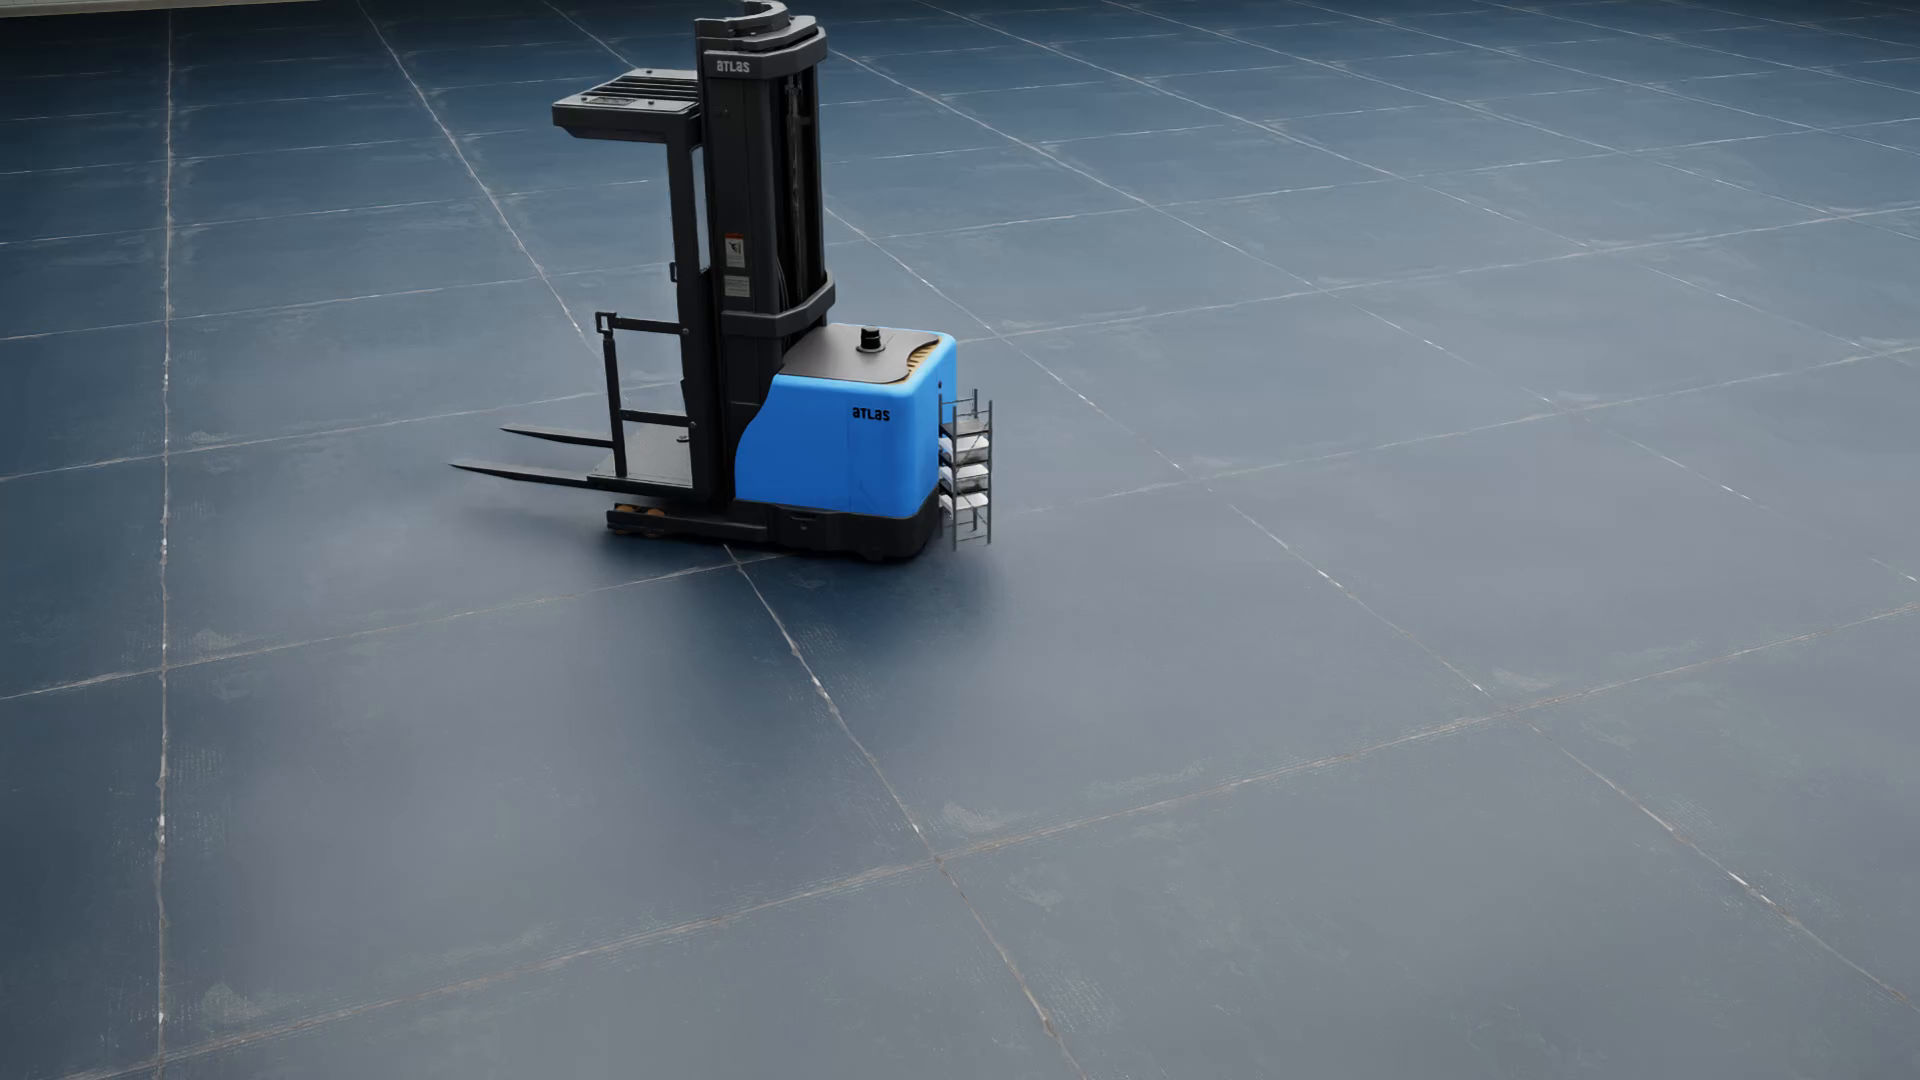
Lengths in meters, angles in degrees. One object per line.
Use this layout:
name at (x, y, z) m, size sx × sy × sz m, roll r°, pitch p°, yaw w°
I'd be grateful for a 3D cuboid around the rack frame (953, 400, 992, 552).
rack frame at (0.070, -0.357, 9.456) m, size 0.240 × 0.900 × 0.006 m, roll -11°, pitch 28°, yaw -21°

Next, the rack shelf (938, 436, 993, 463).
rack shelf at (0.029, -0.530, 9.475) m, size 0.258 × 0.077 × 0.200 m, roll -11°, pitch 28°, yaw -21°

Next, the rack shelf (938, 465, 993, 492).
rack shelf at (0.029, -0.368, 9.554) m, size 0.258 × 0.077 × 0.200 m, roll -11°, pitch 28°, yaw -21°

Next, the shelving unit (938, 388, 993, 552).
shelving unit at (0.029, -0.398, 9.540) m, size 0.258 × 0.900 × 0.210 m, roll -11°, pitch 28°, yaw -21°

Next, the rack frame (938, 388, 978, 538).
rack frame at (-0.011, -0.439, 9.624) m, size 0.240 × 0.900 × 0.006 m, roll -11°, pitch 28°, yaw -21°

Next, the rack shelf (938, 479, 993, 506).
rack shelf at (0.029, -0.287, 9.594) m, size 0.258 × 0.077 × 0.200 m, roll -11°, pitch 28°, yaw -21°

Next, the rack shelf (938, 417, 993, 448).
rack shelf at (0.030, -0.611, 9.436) m, size 0.258 × 0.077 × 0.200 m, roll -11°, pitch 28°, yaw -21°

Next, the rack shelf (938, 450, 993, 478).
rack shelf at (0.029, -0.449, 9.515) m, size 0.258 × 0.077 × 0.200 m, roll -11°, pitch 28°, yaw -21°

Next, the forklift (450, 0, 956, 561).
forklift at (-1.583, -1.544, 9.571) m, size 3.031 × 2.935 × 1.130 m, roll 7°, pitch 27°, yaw 14°

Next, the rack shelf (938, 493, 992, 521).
rack shelf at (0.029, -0.206, 9.633) m, size 0.258 × 0.077 × 0.200 m, roll -11°, pitch 28°, yaw -21°
